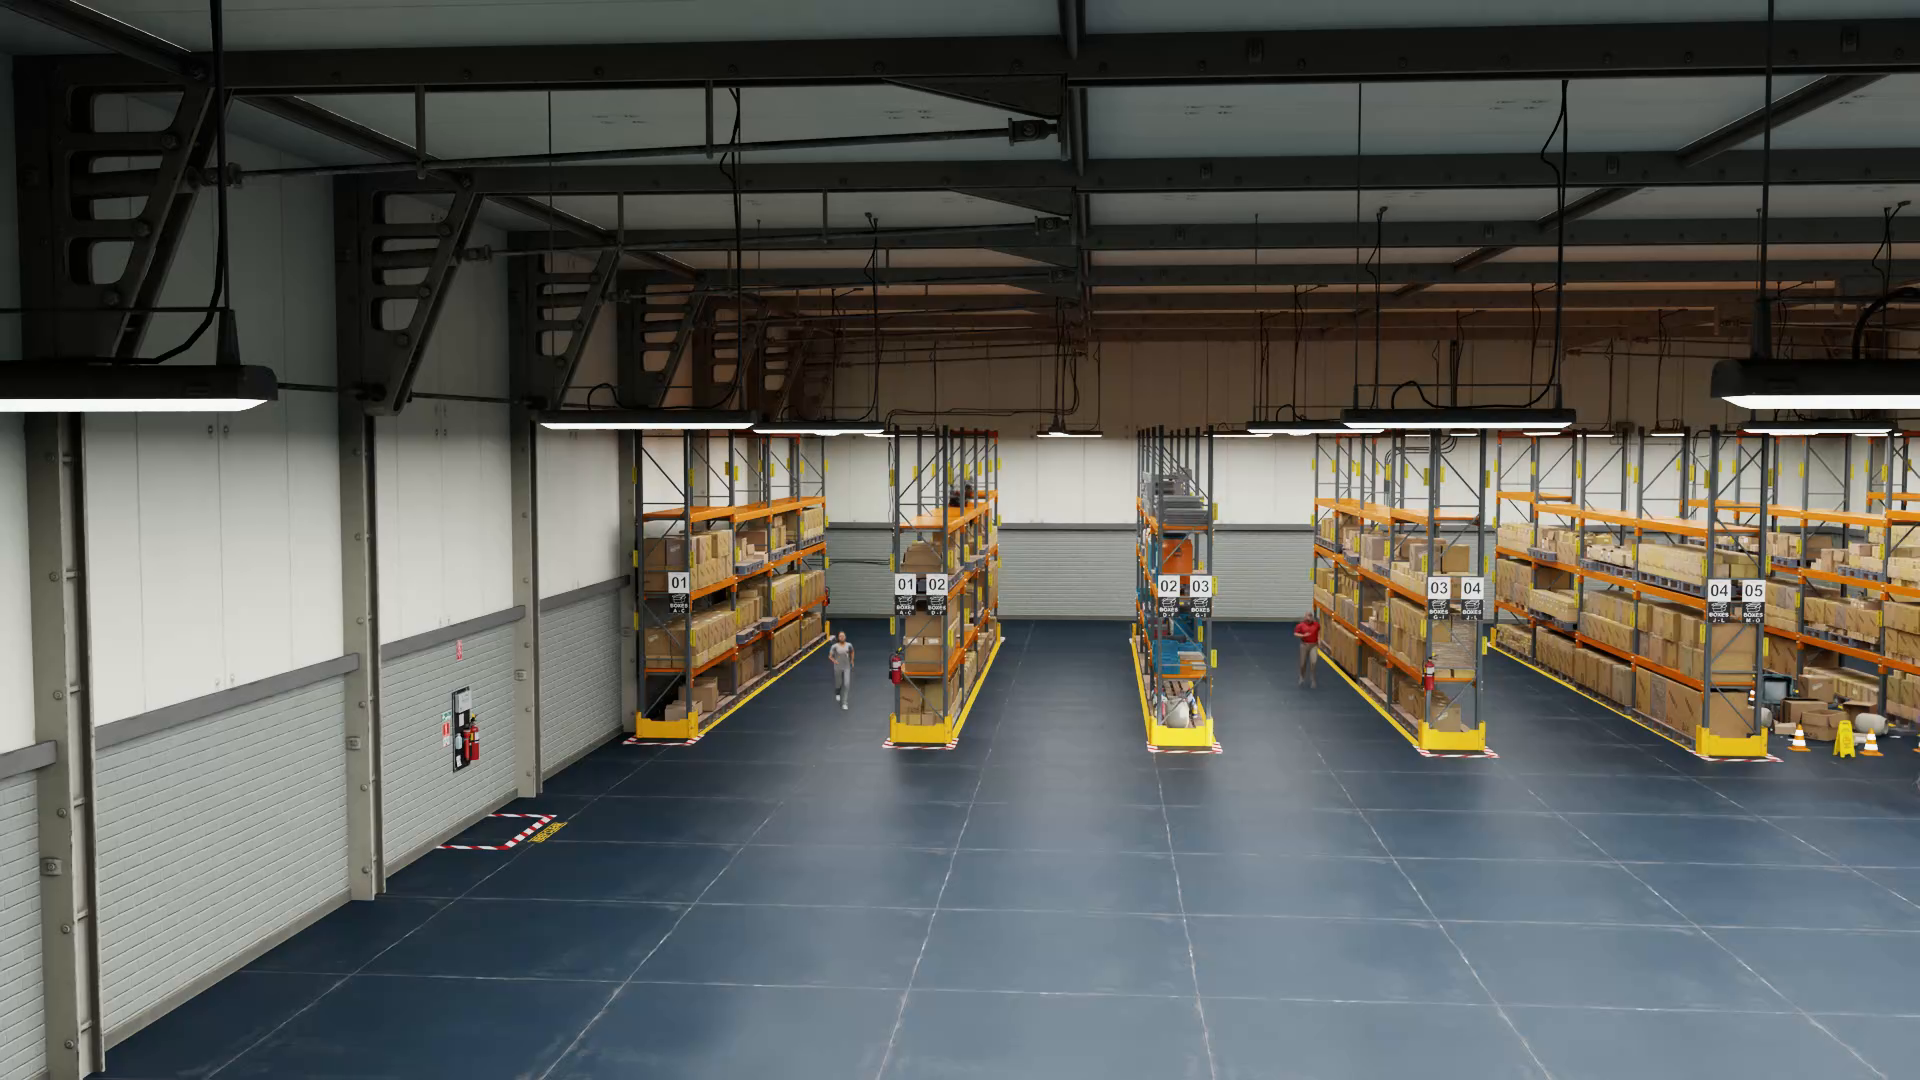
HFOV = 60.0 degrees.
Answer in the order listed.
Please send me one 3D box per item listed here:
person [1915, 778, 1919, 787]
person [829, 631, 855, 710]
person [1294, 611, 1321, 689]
[{"bbox_3d":[15.736,3.285,26.472,0.870,1.685,0.595,3,5,41],"label":"person"},{"bbox_3d":[-2.516,2.760,35.501,0.578,1.654,0.899,-1,4,-12],"label":"person"},{"bbox_3d":[8.073,2.525,38.601,0.681,1.764,0.908,0,3,0],"label":"person"}]
